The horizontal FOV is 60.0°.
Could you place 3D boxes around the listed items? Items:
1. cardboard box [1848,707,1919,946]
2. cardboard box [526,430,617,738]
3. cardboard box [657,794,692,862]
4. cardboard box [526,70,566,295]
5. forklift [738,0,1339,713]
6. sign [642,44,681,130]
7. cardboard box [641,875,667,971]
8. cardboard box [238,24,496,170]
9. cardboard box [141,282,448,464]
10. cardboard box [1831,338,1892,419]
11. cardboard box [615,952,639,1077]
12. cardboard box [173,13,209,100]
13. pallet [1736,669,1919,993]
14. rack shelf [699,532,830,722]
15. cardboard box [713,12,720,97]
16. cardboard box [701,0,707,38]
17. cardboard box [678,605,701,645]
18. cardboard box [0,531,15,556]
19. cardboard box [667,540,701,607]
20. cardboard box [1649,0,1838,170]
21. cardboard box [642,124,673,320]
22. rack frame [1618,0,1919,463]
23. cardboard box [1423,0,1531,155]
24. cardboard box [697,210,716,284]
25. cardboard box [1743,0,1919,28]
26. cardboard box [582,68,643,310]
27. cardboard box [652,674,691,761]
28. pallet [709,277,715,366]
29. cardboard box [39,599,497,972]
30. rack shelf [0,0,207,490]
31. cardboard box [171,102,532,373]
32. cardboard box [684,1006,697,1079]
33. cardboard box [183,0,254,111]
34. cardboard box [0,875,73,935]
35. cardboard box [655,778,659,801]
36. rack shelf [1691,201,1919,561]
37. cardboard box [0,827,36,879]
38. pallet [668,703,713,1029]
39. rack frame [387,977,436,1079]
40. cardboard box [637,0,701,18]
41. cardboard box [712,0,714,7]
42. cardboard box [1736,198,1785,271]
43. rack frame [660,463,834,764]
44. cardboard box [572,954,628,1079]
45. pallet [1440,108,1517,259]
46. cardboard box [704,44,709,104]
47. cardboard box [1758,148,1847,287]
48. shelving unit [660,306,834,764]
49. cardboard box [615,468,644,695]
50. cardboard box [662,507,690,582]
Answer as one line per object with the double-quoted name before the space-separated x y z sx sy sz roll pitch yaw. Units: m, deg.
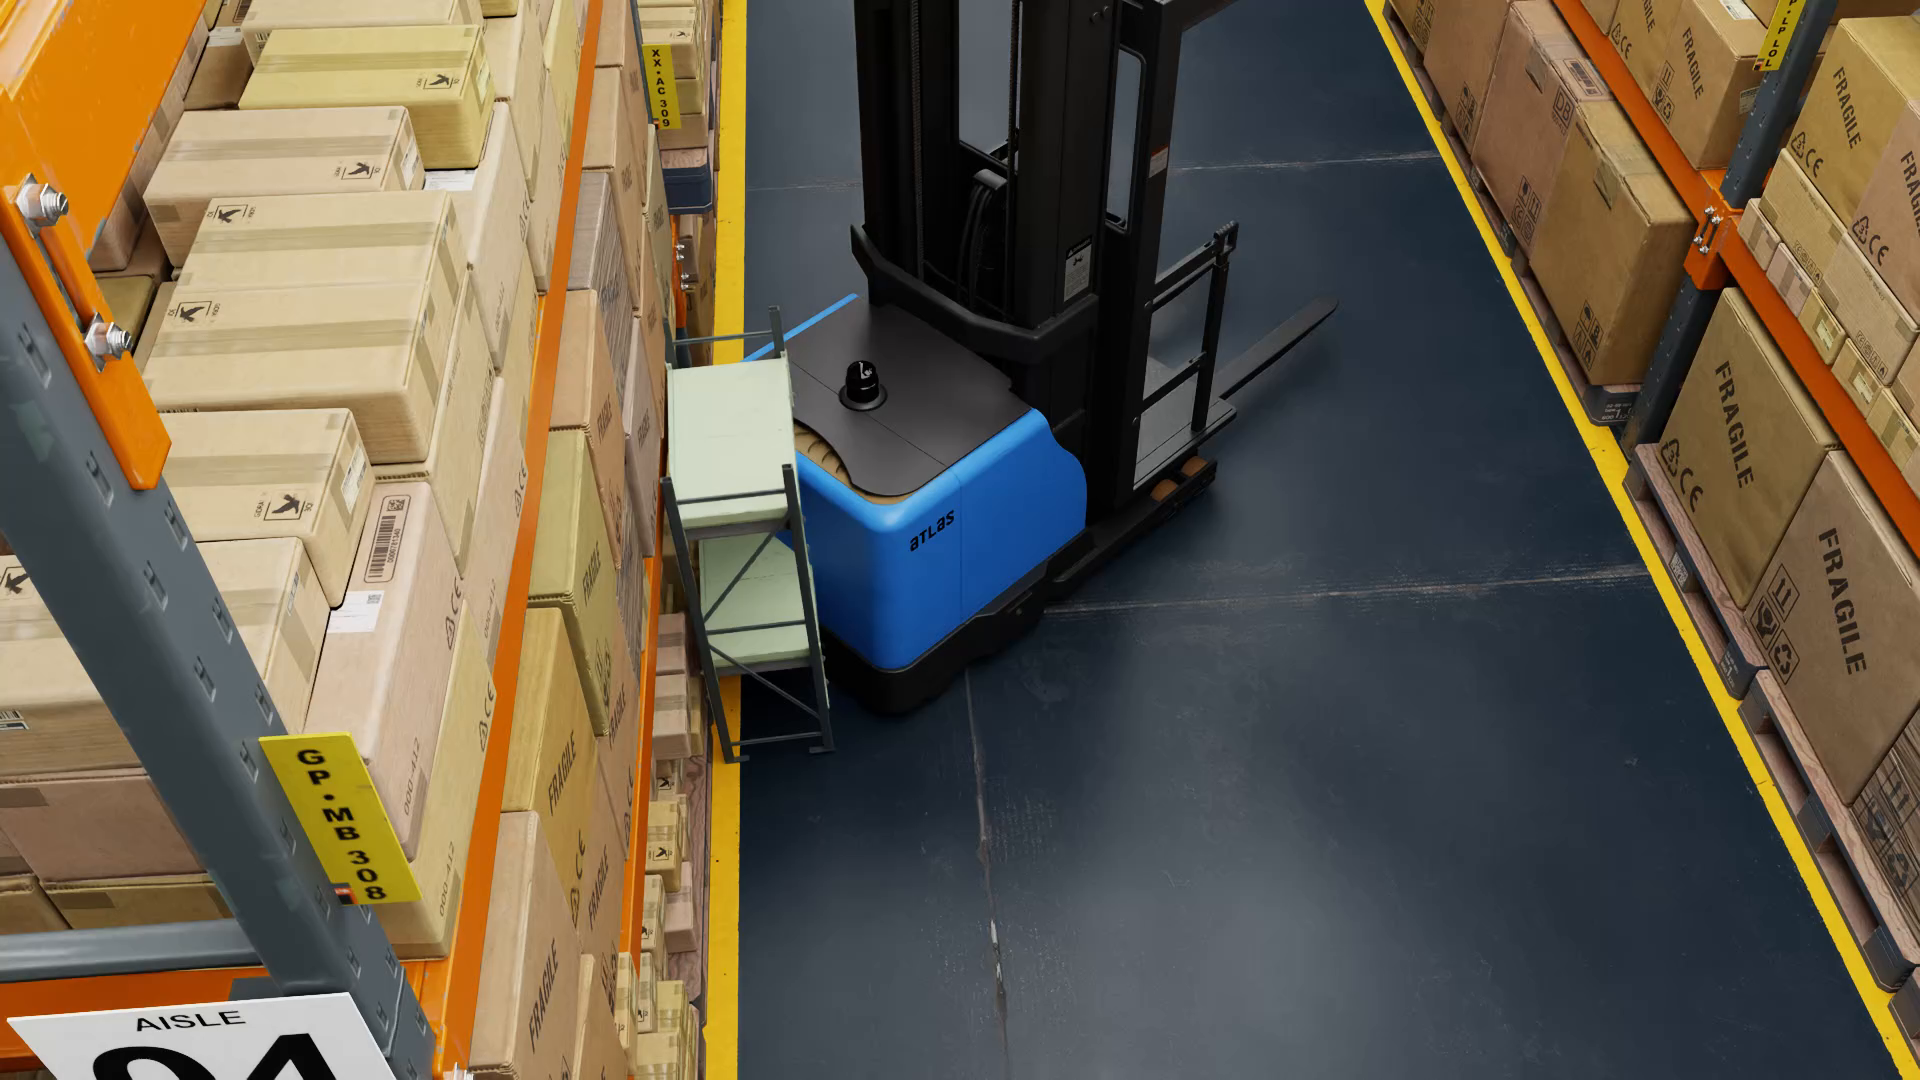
"cardboard box" 3.513 0.923 5.121 0.875 0.875 0.875 -3 47 -3
"cardboard box" -1.071 0.118 3.747 0.500 0.500 0.500 -4 47 -4
"cardboard box" -1.096 1.001 5.547 0.380 0.149 0.250 -3 47 -3
"cardboard box" -1.139 -0.766 3.583 0.500 0.250 0.500 -4 47 -3
"forklift" 0.440 -1.334 6.131 1.130 2.935 3.031 35 56 29
"sign" -1.023 -1.549 5.691 0.100 0.325 0.005 -3 47 -3
"cardboard box" -1.087 1.155 4.991 0.380 0.149 0.250 -2 47 -2
"cardboard box" -1.056 -0.794 2.991 0.380 0.149 0.250 -2 47 -2
"cardboard box" -0.982 -0.242 2.468 0.380 0.149 0.250 -4 47 -3
"cardboard box" 3.150 -0.549 5.514 0.380 0.149 0.250 -5 47 -4
"cardboard box" -0.961 1.134 3.919 0.380 0.149 0.250 -5 47 -4
"cardboard box" -1.656 -0.944 3.133 0.380 0.149 0.250 -5 47 -4
"pallet" 3.479 0.958 5.834 1.003 0.211 1.213 -3 47 -3
"rack shelf" -0.722 0.240 6.046 0.431 0.370 0.720 -6 49 -4
"cardboard box" -1.543 -2.555 8.673 0.500 0.500 0.500 -2 47 -2
"cardboard box" -1.184 -2.060 6.450 0.380 0.149 0.250 -2 47 -2
"cardboard box" -1.166 0.267 6.242 0.380 0.149 0.250 -5 47 -5
"cardboard box" -1.493 -0.013 2.251 0.380 0.149 0.250 -3 47 -3
"cardboard box" -1.145 0.118 6.178 0.380 0.149 0.250 -5 47 -5
"cardboard box" 3.077 -1.797 6.453 0.500 0.500 0.500 -3 47 -3
"cardboard box" -1.241 -1.016 5.509 0.500 0.500 0.500 -3 47 -3
"rack frame" 3.388 -1.441 6.185 1.000 3.000 0.127 -3 47 -3
"cardboard box" 3.157 -2.603 8.460 1.225 0.875 0.875 -3 47 -3
"cardboard box" -1.407 -1.431 7.608 0.500 0.500 0.500 -2 47 -1
"cardboard box" 3.326 -2.282 6.222 0.797 0.503 0.637 -5 47 -4
"cardboard box" -1.206 -0.995 4.801 0.500 0.500 0.500 -5 47 -5
"cardboard box" -1.092 0.600 5.517 0.380 0.149 0.250 -5 47 -5
"pallet" -1.630 -0.817 7.515 1.003 0.211 1.213 -3 47 -3
"cardboard box" -1.011 0.362 2.516 0.500 0.250 0.500 -2 47 -2
"rack shelf" -1.396 -1.580 2.682 1.077 0.370 4.000 -3 47 -3
"cardboard box" -1.081 -0.547 3.032 0.500 0.250 0.500 -3 47 -3
"cardboard box" -0.996 1.564 5.014 0.380 0.149 0.250 -3 47 -3
"cardboard box" -1.635 -0.894 3.361 0.500 0.250 0.500 -5 47 -5
"cardboard box" -1.530 0.389 2.490 0.500 0.250 0.500 -4 47 -4
"cardboard box" -1.199 0.879 5.457 0.380 0.149 0.250 -1 47 -1
"rack shelf" 3.555 0.254 5.076 1.077 0.370 4.000 -3 47 -3
"cardboard box" -1.520 0.212 2.313 0.500 0.250 0.500 -5 47 -5
"pallet" -1.366 1.115 5.685 1.003 0.211 1.213 -3 47 -3
"rack frame" -1.228 1.682 3.228 1.000 3.000 0.127 -3 47 -3
"cardboard box" -1.167 -1.989 6.179 0.380 0.149 0.250 -2 47 -2
"cardboard box" -1.226 -2.330 6.911 0.380 0.149 0.250 -5 47 -5
"cardboard box" 3.081 -1.120 6.054 0.380 0.149 0.250 -3 47 -3
"rack frame" -0.683 0.295 5.560 0.400 1.500 0.023 -6 49 -4
"cardboard box" -0.991 1.203 3.407 0.500 0.500 0.500 -1 47 -1
"pallet" 3.143 -1.920 8.560 1.003 0.211 1.213 -3 47 -3
"cardboard box" -1.167 -1.784 6.393 0.380 0.149 0.250 -3 47 -3
"cardboard box" 3.166 -1.136 5.794 0.500 0.250 0.500 -4 47 -4
"shelving unit" -0.730 0.024 5.801 0.431 1.500 0.755 -6 49 -4
"cardboard box" -1.138 0.094 4.458 0.500 0.500 0.500 -5 47 -4
"cardboard box" -1.185 0.023 6.064 0.380 0.149 0.250 -4 47 -4
